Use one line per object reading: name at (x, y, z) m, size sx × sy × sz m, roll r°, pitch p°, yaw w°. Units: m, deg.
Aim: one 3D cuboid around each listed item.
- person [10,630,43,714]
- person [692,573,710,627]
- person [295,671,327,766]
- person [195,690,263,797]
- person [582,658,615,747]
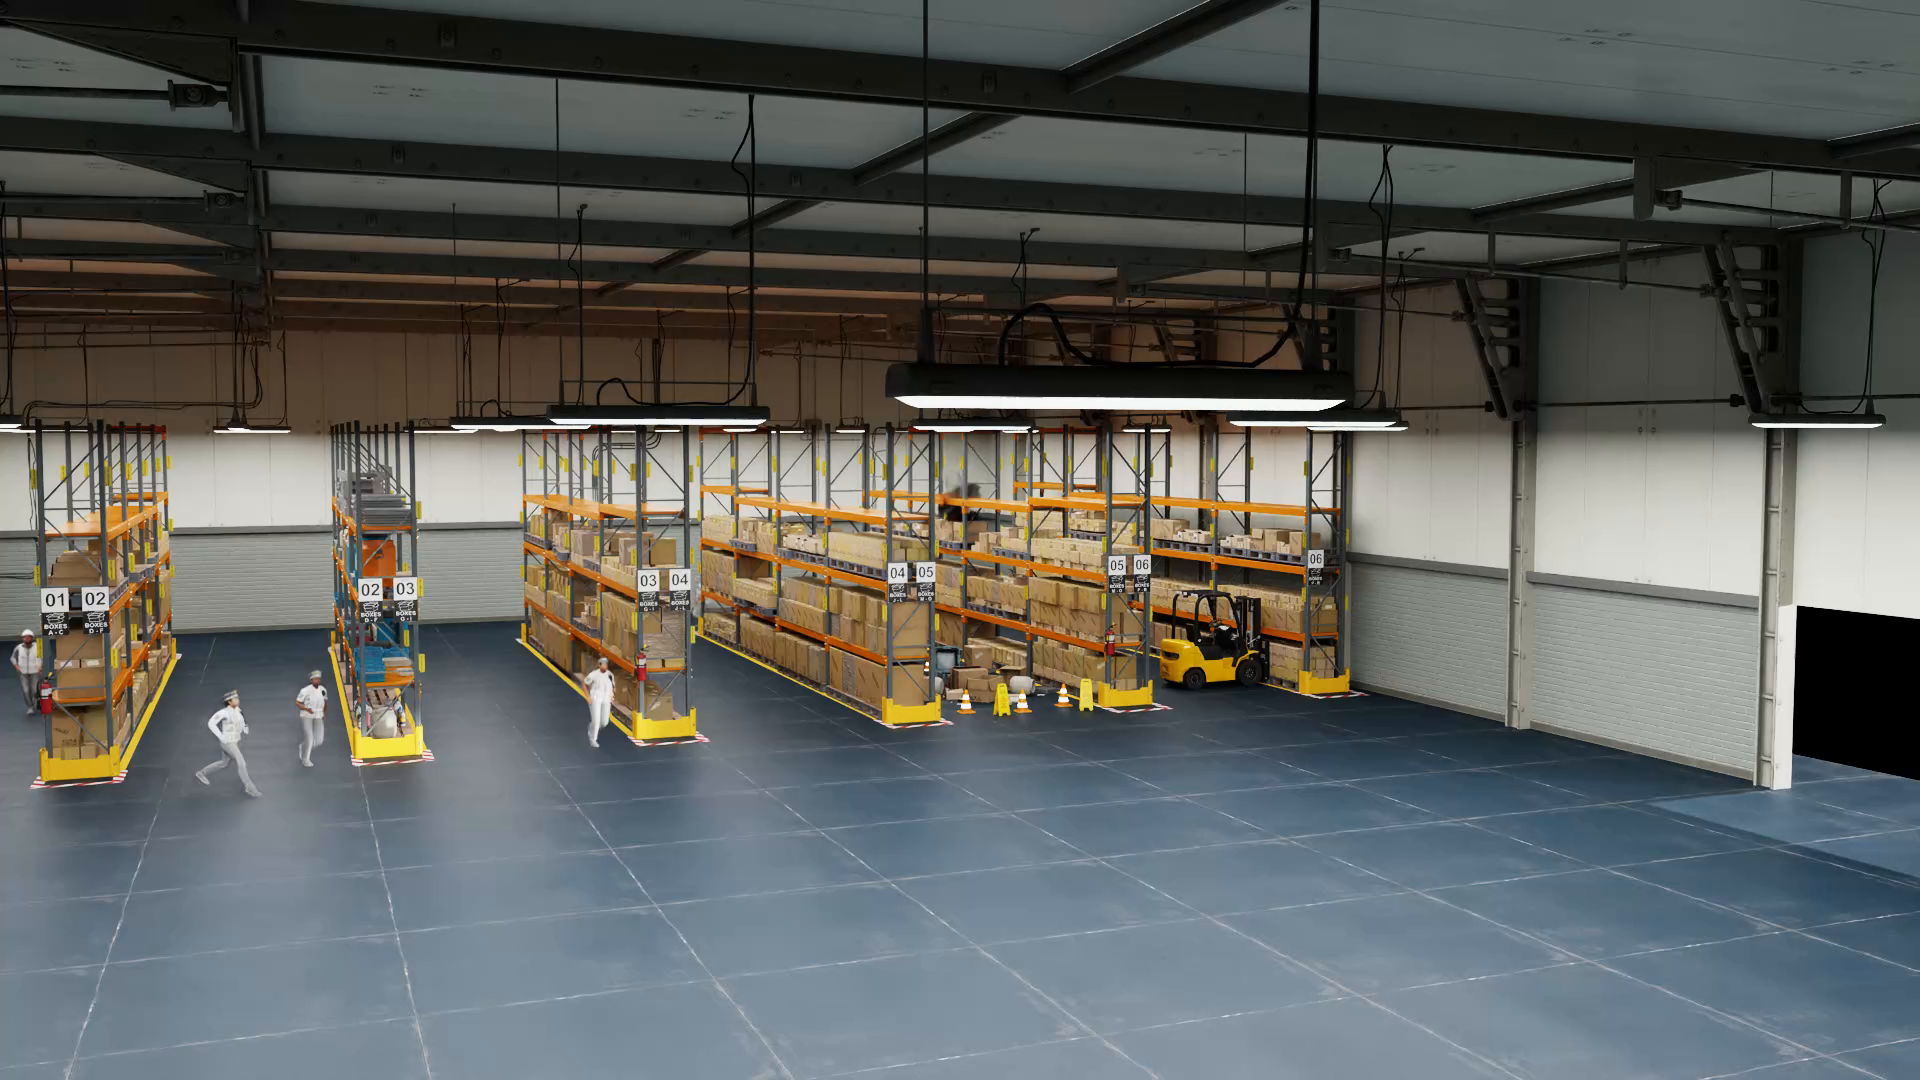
person at (-19.178, 2.715, 34.242) m, size 0.665 × 1.735 × 0.579 m, roll -1°, pitch 4°, yaw -22°
person at (-7.691, 1.830, 49.411) m, size 0.529 × 1.694 × 0.924 m, roll 0°, pitch 4°, yaw -5°
person at (-11.281, 3.096, 29.022) m, size 0.600 × 1.648 × 0.602 m, roll 3°, pitch 5°, yaw 43°
person at (-11.652, 3.242, 26.475) m, size 1.089 × 1.717 × 0.571 m, roll 0°, pitch 4°, yaw -3°
person at (-6.716, 2.998, 30.967) m, size 0.649 × 1.627 × 0.621 m, roll -3°, pitch 4°, yaw -36°
